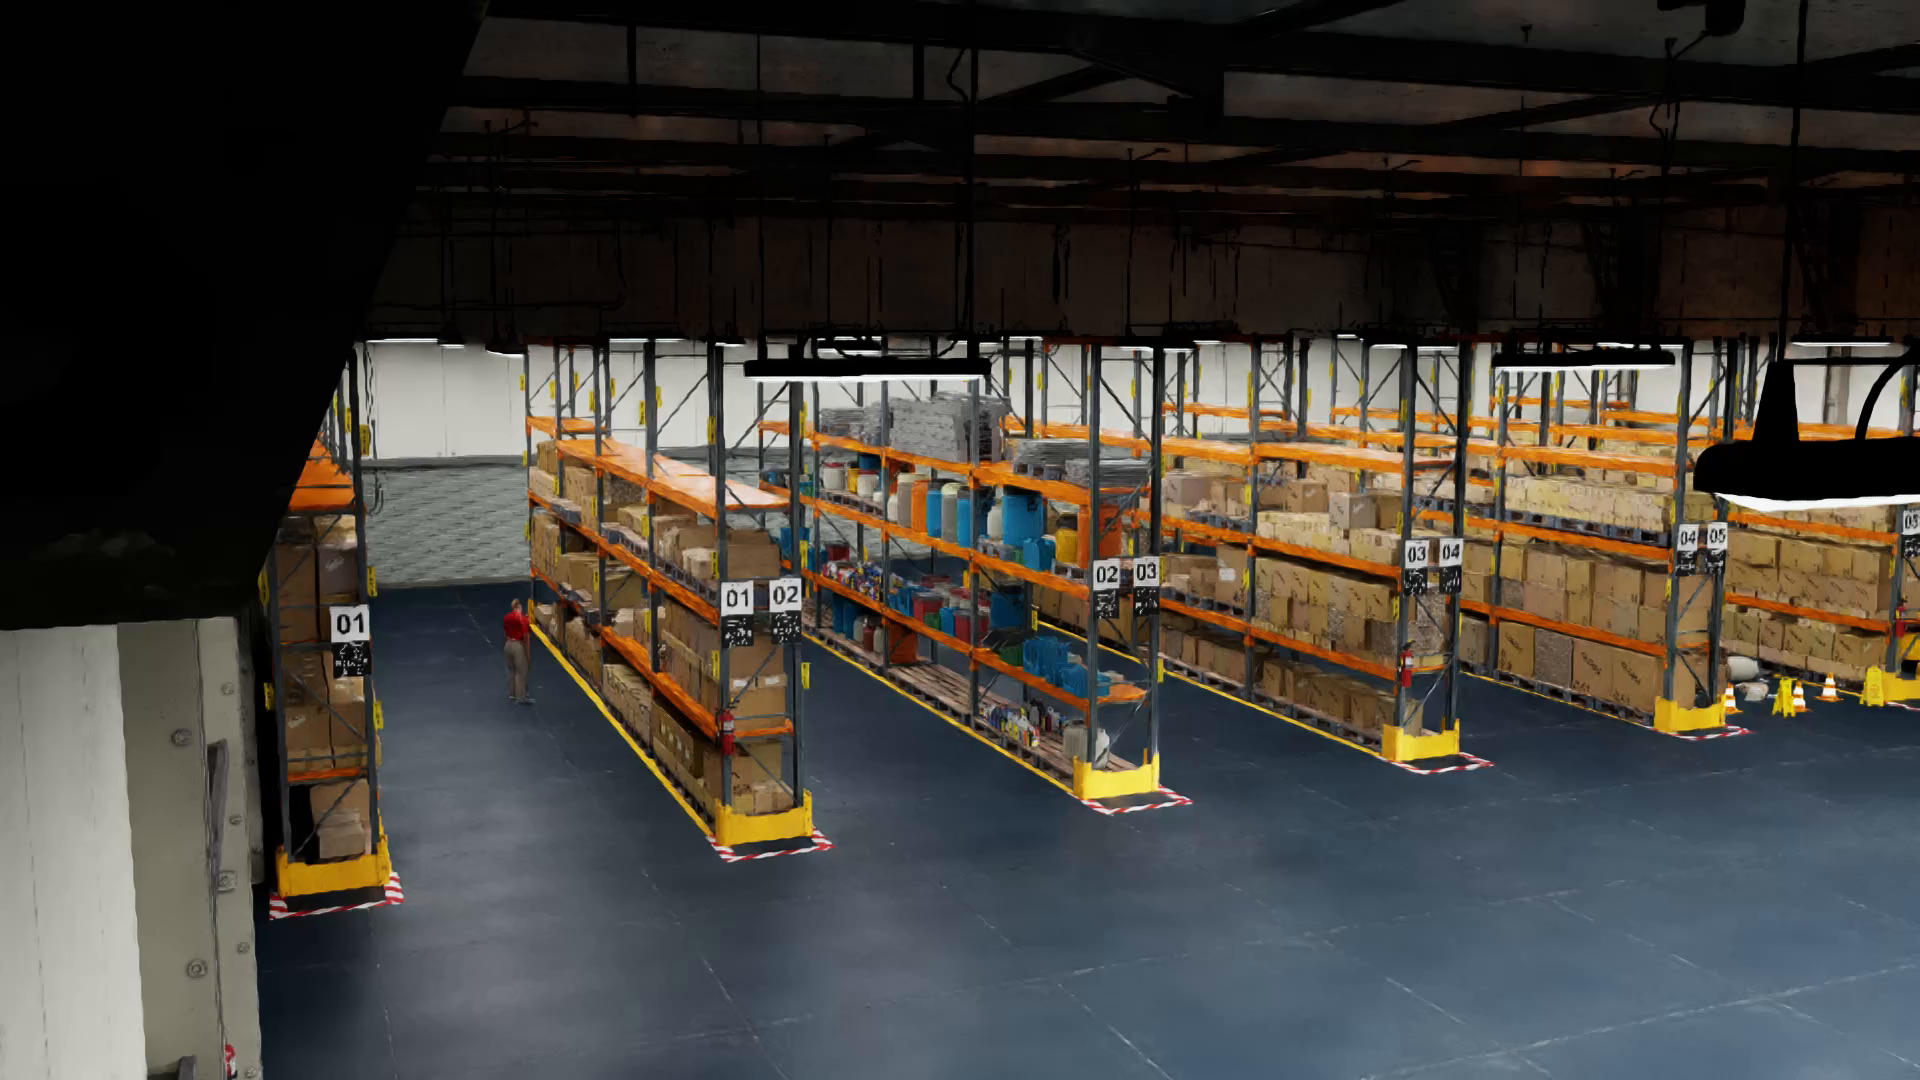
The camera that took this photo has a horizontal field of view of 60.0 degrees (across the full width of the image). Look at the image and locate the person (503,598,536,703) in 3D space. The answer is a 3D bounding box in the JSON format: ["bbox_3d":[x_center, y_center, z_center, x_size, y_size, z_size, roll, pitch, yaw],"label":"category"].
[{"bbox_3d":[-7.274,1.812,27.504,0.595,1.737,0.450,6,9,36],"label":"person"}]

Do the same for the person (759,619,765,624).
[{"bbox_3d":[-3.963,1.301,31.200,0.598,1.786,0.444,7,10,40],"label":"person"}]
